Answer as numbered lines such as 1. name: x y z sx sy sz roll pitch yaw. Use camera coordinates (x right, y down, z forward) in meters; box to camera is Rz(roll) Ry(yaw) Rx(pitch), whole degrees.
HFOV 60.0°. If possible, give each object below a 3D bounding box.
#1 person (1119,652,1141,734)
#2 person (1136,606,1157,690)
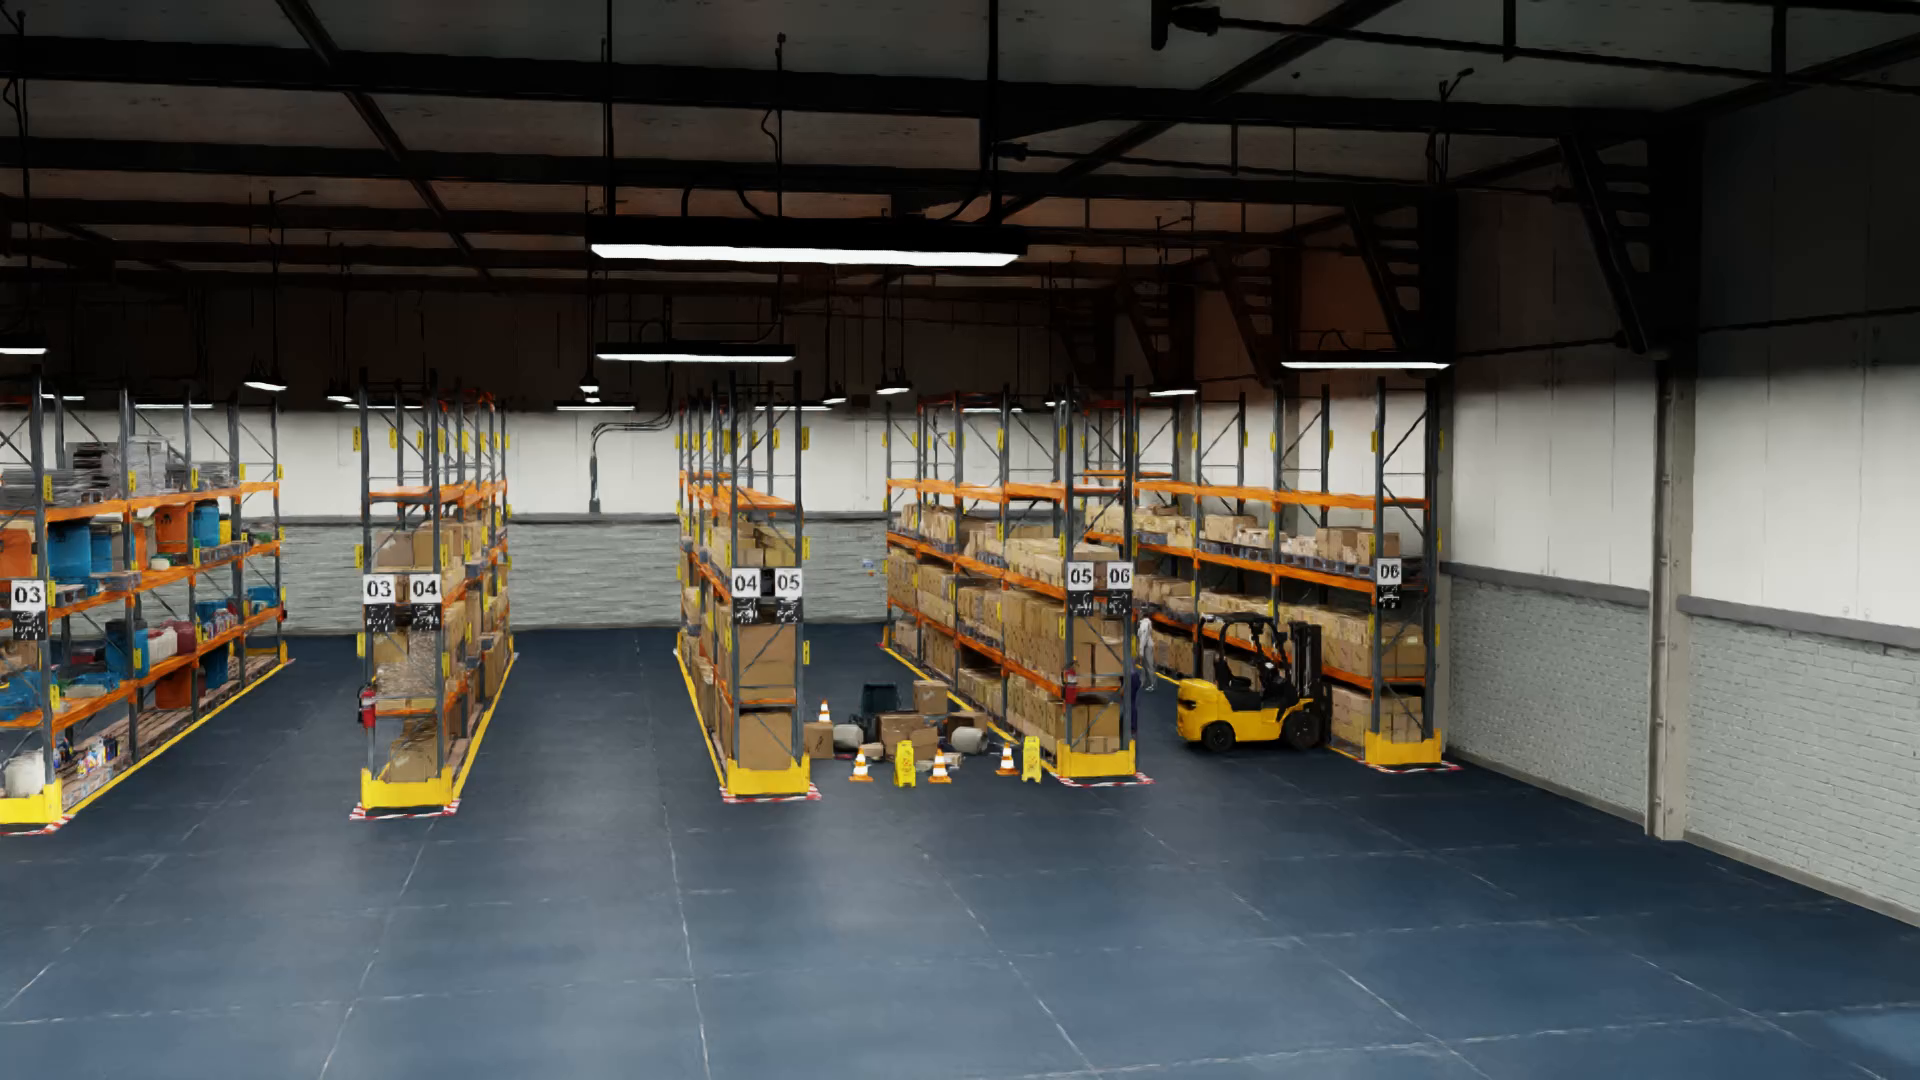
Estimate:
1. person: 2.853 2.473 28.532 0.470 1.652 0.523 1 4 19
2. person: 3.707 2.164 33.455 0.555 1.664 0.585 1 3 11
